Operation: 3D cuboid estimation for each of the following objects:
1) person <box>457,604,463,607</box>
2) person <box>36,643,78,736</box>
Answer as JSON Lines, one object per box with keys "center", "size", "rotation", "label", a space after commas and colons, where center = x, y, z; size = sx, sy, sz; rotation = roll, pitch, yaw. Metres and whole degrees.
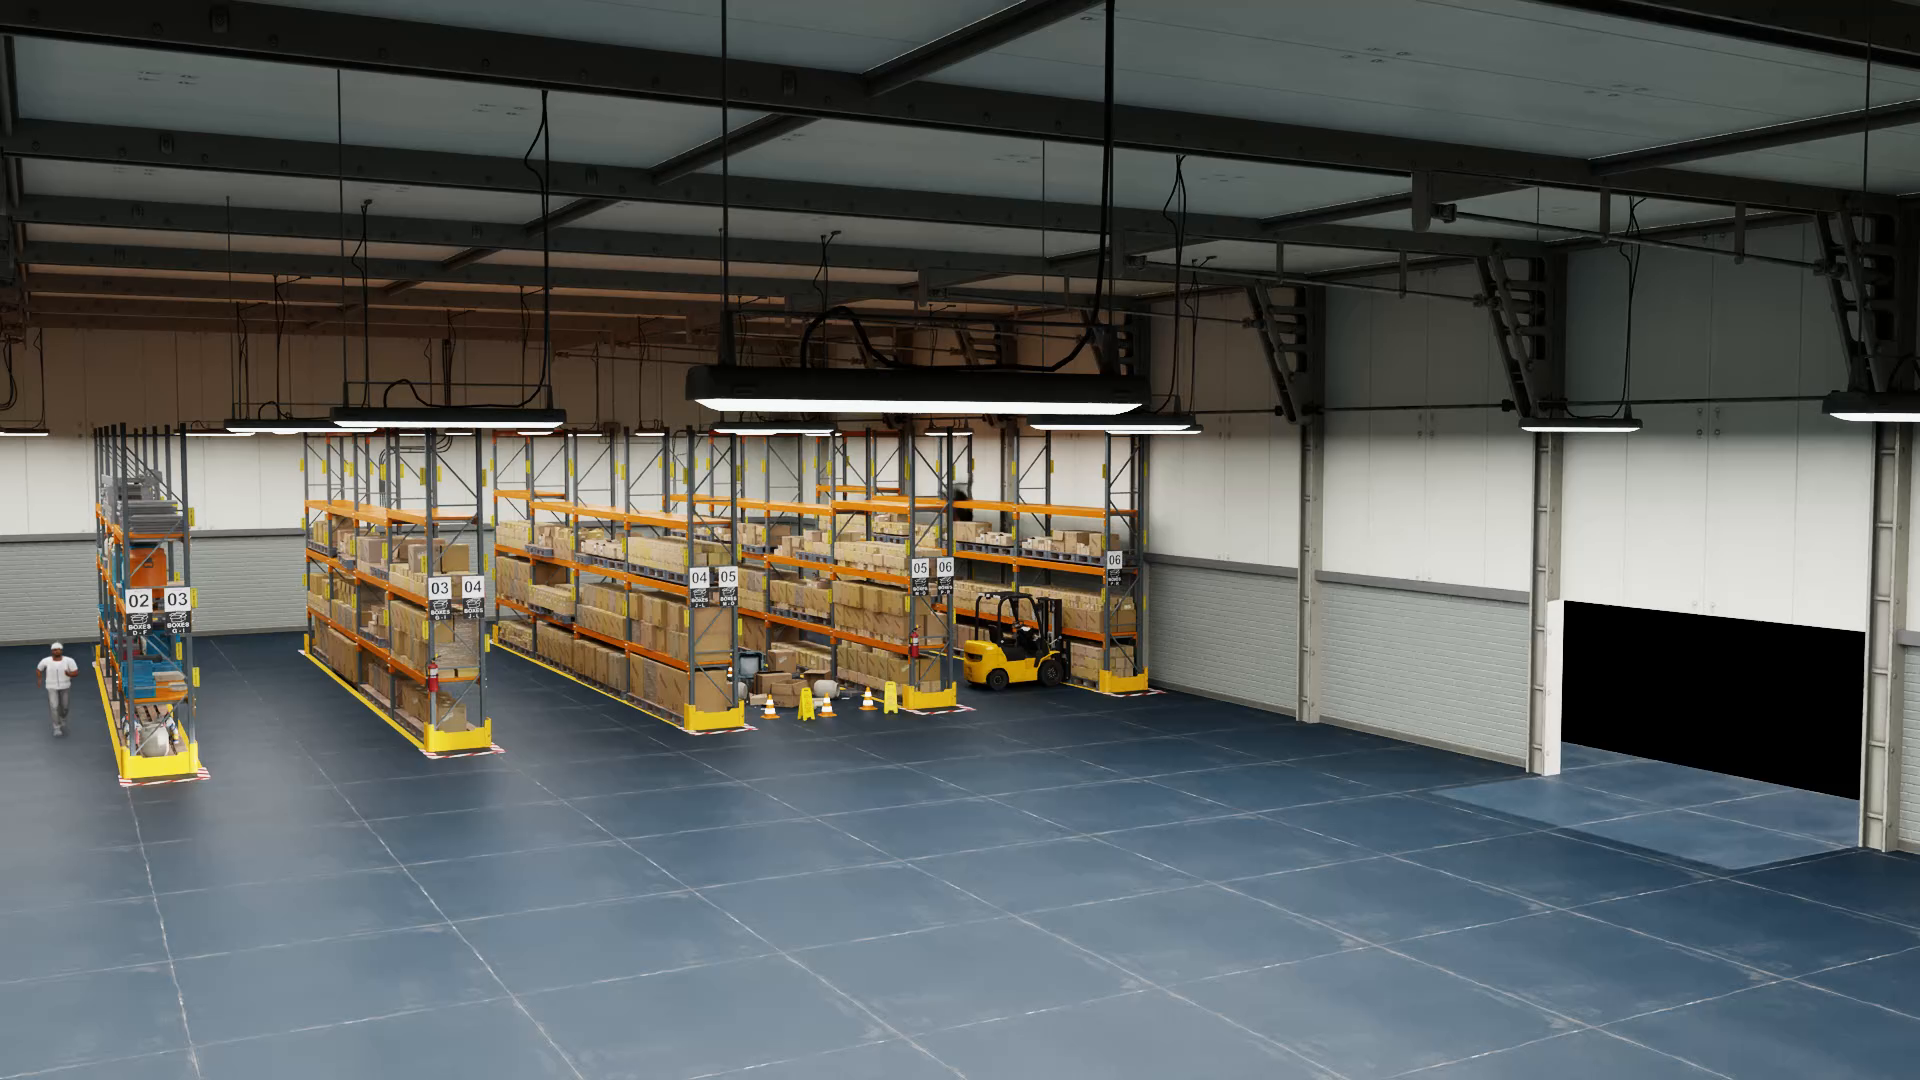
{"center": [-13.280, 2.264, 44.650], "size": [0.674, 1.650, 1.016], "rotation": [-1, 4, -20], "label": "person"}
{"center": [-17.484, 2.862, 32.243], "size": [0.703, 1.743, 0.992], "rotation": [-2, 4, -33], "label": "person"}
